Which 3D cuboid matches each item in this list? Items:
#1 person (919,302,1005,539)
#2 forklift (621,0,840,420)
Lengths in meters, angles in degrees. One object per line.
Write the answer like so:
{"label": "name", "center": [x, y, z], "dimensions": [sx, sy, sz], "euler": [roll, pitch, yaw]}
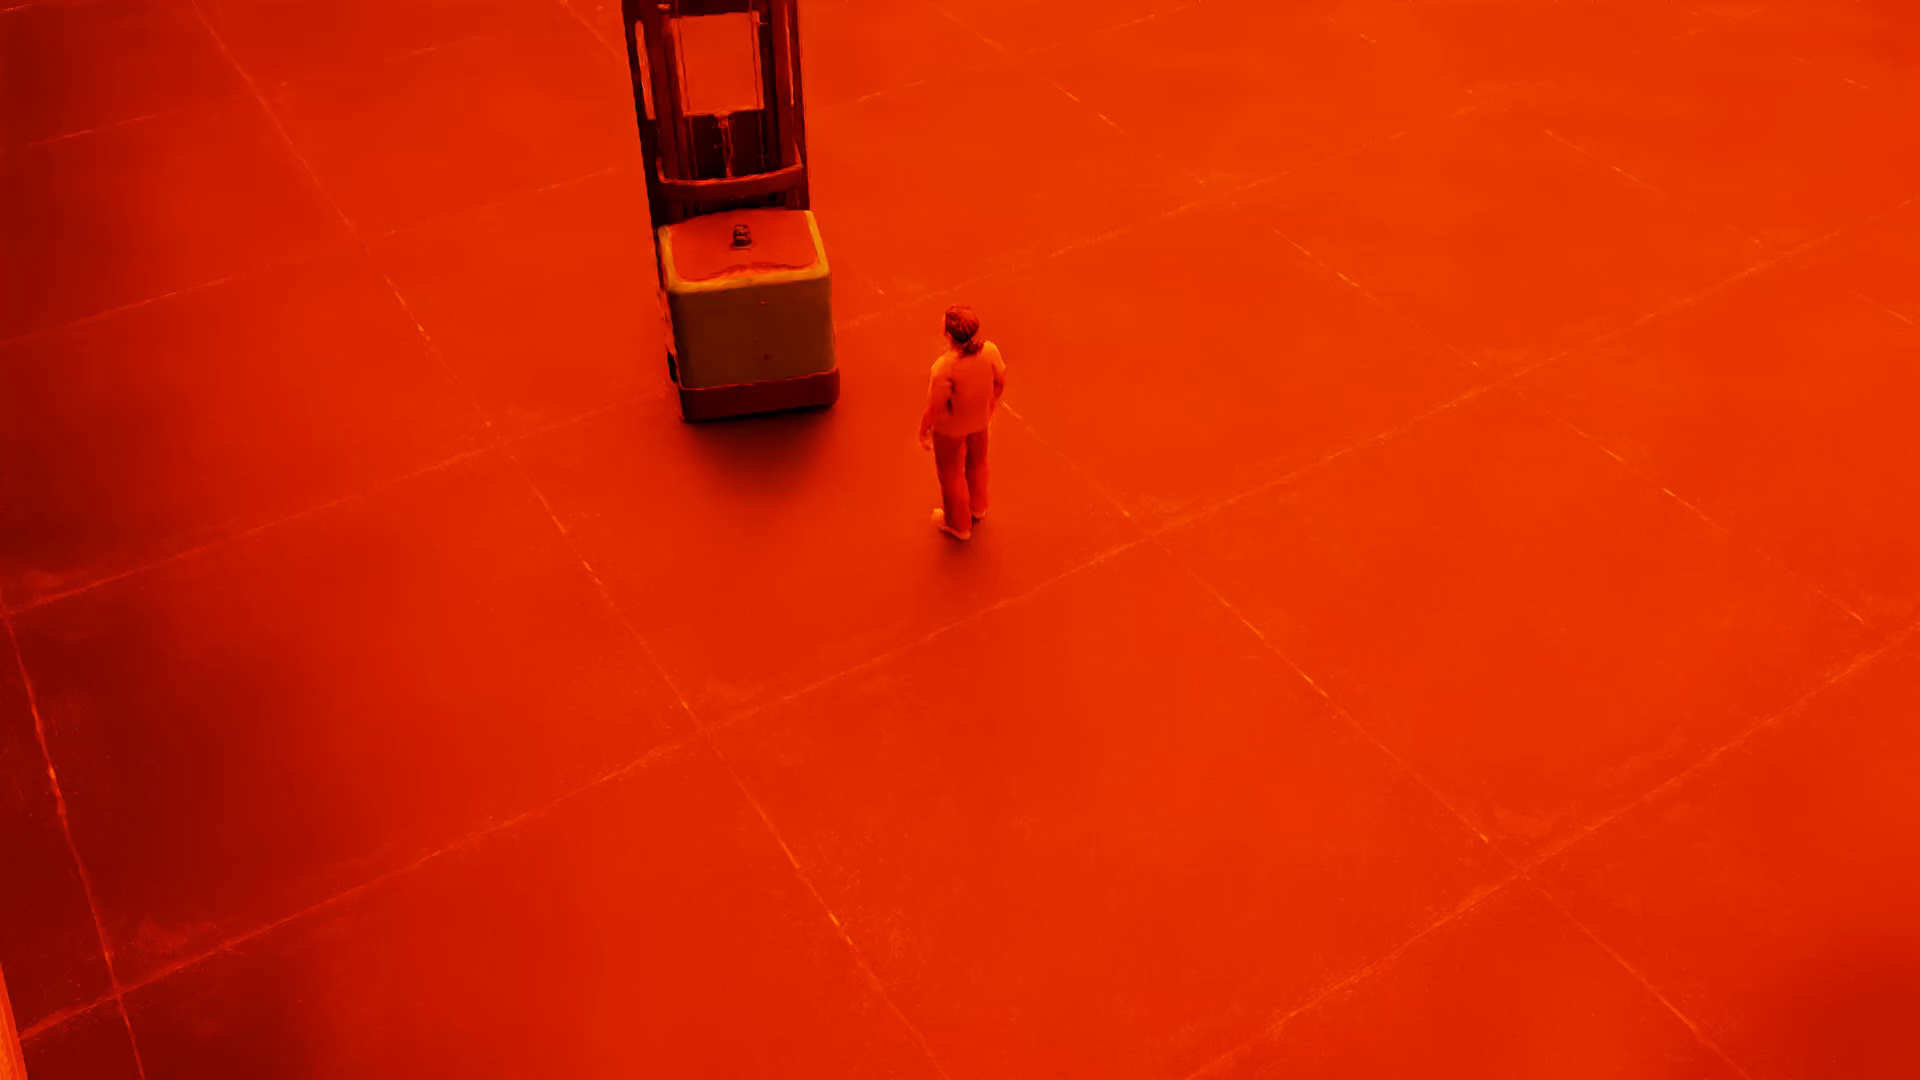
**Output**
{"label": "person", "center": [-0.030, -0.711, 9.567], "dimensions": [0.554, 1.673, 0.549], "euler": [-23, 46, -24]}
{"label": "forklift", "center": [-1.622, -2.869, 11.154], "dimensions": [1.130, 2.935, 3.031], "euler": [-8, 42, -9]}
